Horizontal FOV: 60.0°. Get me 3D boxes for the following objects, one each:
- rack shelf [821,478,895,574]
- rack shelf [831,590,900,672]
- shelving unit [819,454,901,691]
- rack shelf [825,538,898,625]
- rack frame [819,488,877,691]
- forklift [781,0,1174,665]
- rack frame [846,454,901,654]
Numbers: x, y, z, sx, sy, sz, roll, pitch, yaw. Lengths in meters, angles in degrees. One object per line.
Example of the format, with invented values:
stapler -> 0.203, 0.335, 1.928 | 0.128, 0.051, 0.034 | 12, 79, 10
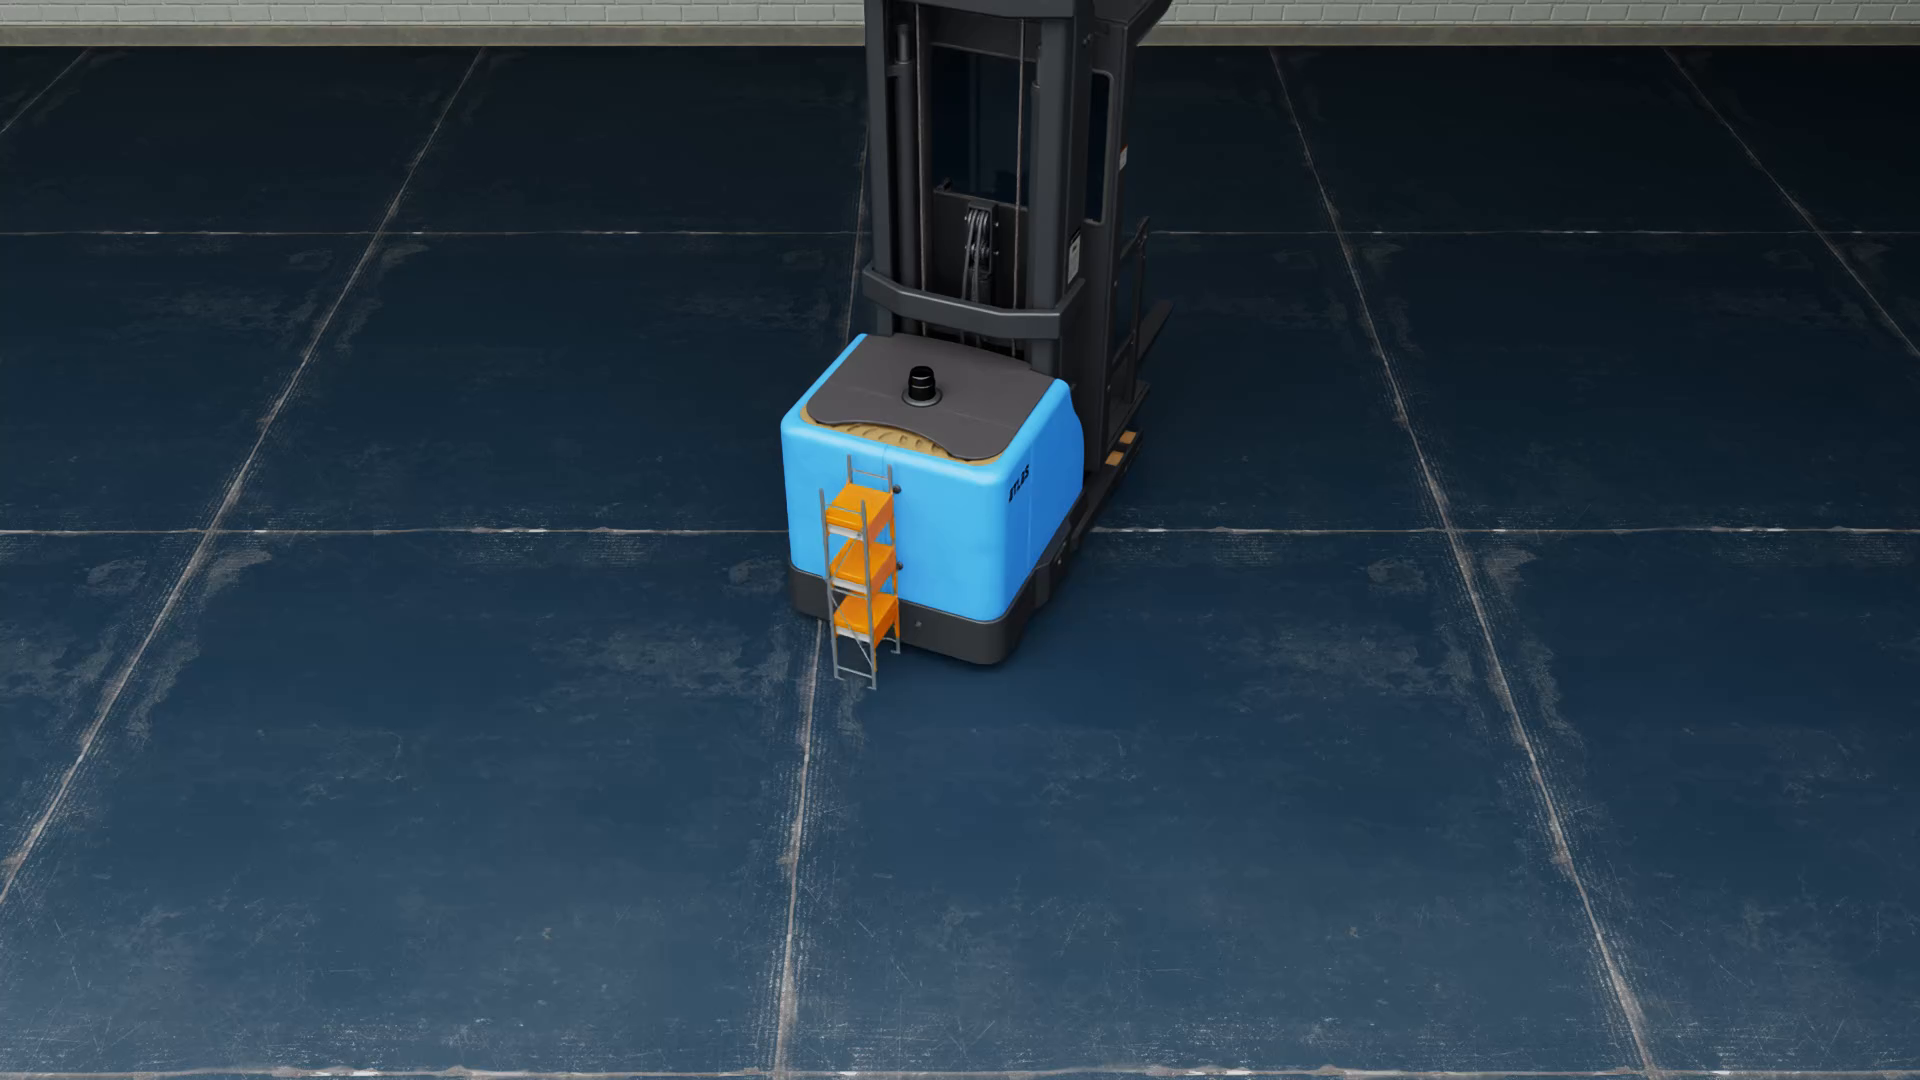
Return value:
rack shelf -> -0.413, -0.058, 6.787 | 0.215, 0.259, 0.240 | 15, 43, 18
rack shelf -> -0.407, 0.371, 7.149 | 0.215, 0.259, 0.240 | 15, 43, 18
shelving unit -> -0.410, 0.150, 6.963 | 0.215, 1.050, 0.252 | 15, 43, 18
rack shelf -> -0.410, 0.159, 6.970 | 0.215, 0.259, 0.240 | 15, 43, 18
rack frame -> -0.458, 0.223, 6.877 | 0.200, 1.050, 0.008 | 15, 43, 18
forklift -> 0.285, -1.524, 7.554 | 1.130, 2.935, 3.031 | 15, 41, 18
rack frame -> -0.362, 0.078, 7.048 | 0.200, 1.050, 0.008 | 15, 43, 18
